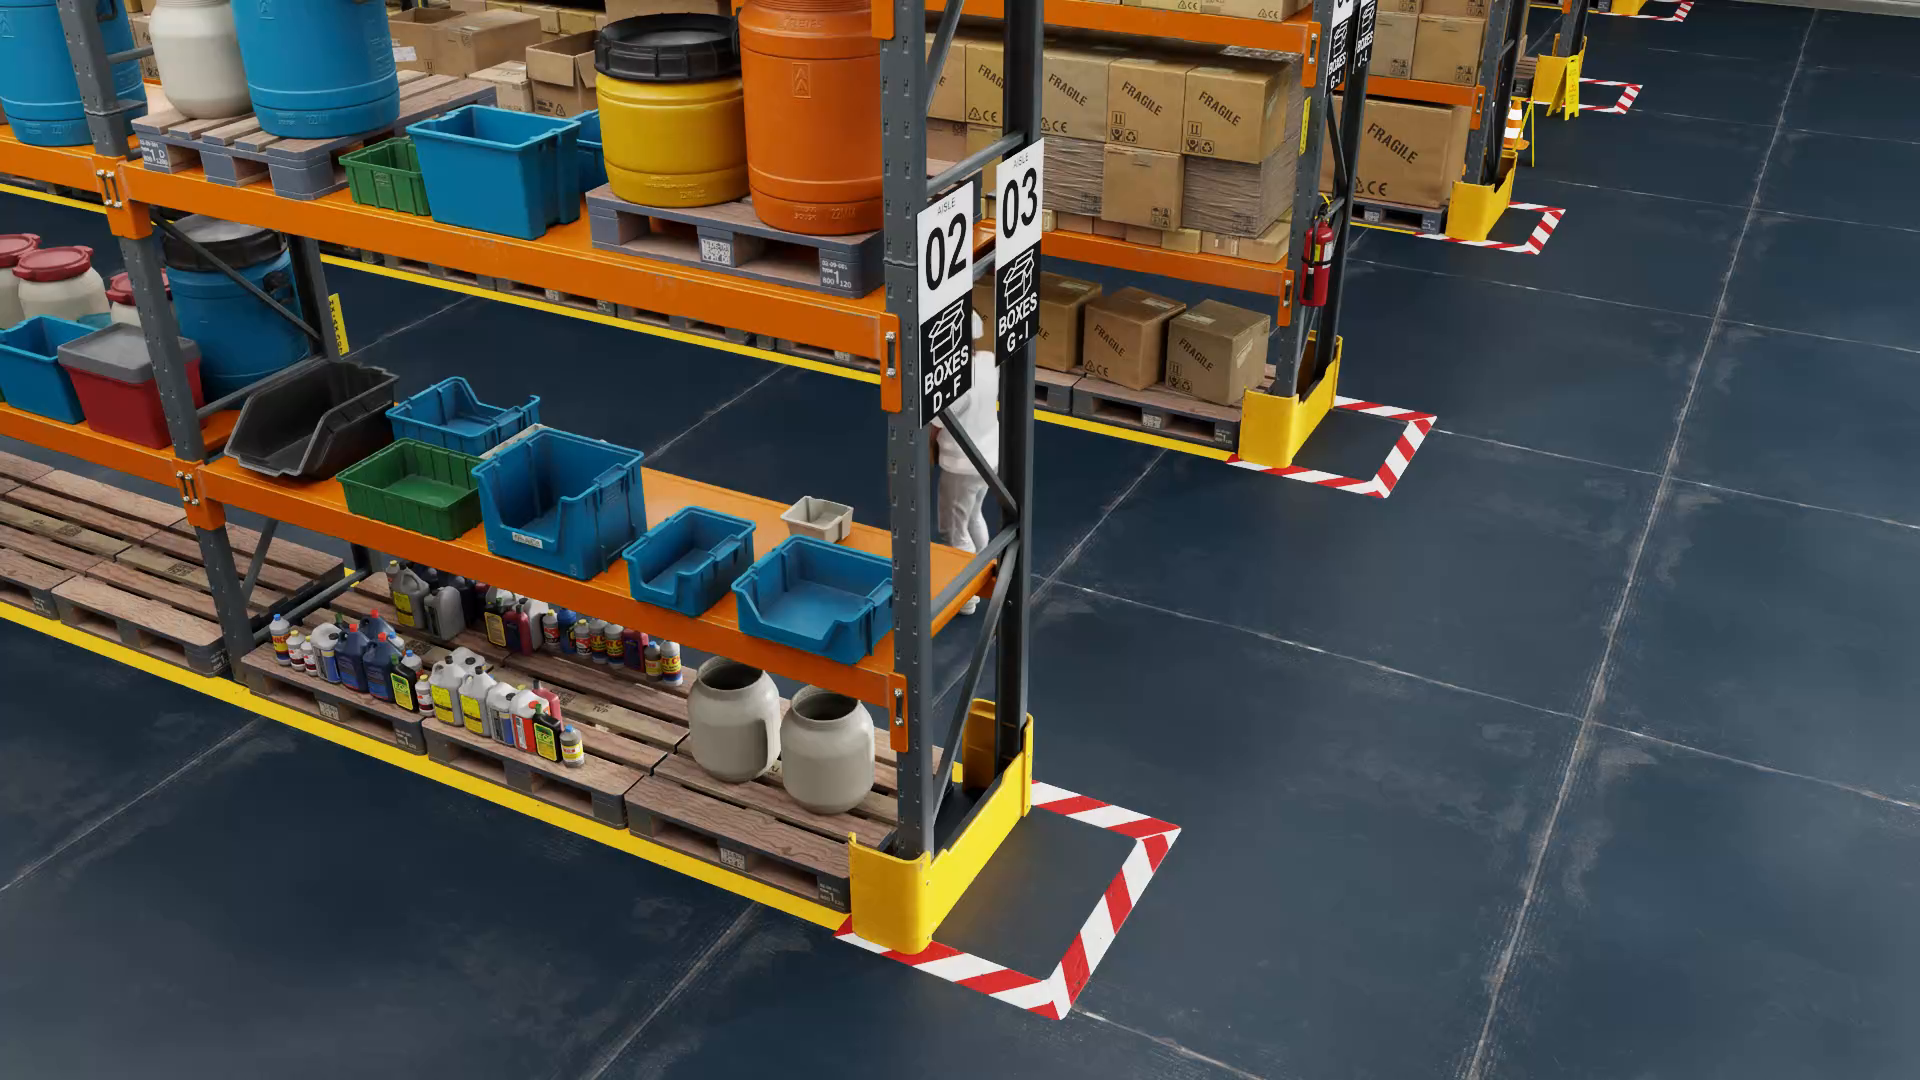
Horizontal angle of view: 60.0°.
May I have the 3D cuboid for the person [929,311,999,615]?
[{"bbox_3d":[-0.054,-0.450,9.055,0.575,1.761,0.505,14,33,23],"label":"person"}]
